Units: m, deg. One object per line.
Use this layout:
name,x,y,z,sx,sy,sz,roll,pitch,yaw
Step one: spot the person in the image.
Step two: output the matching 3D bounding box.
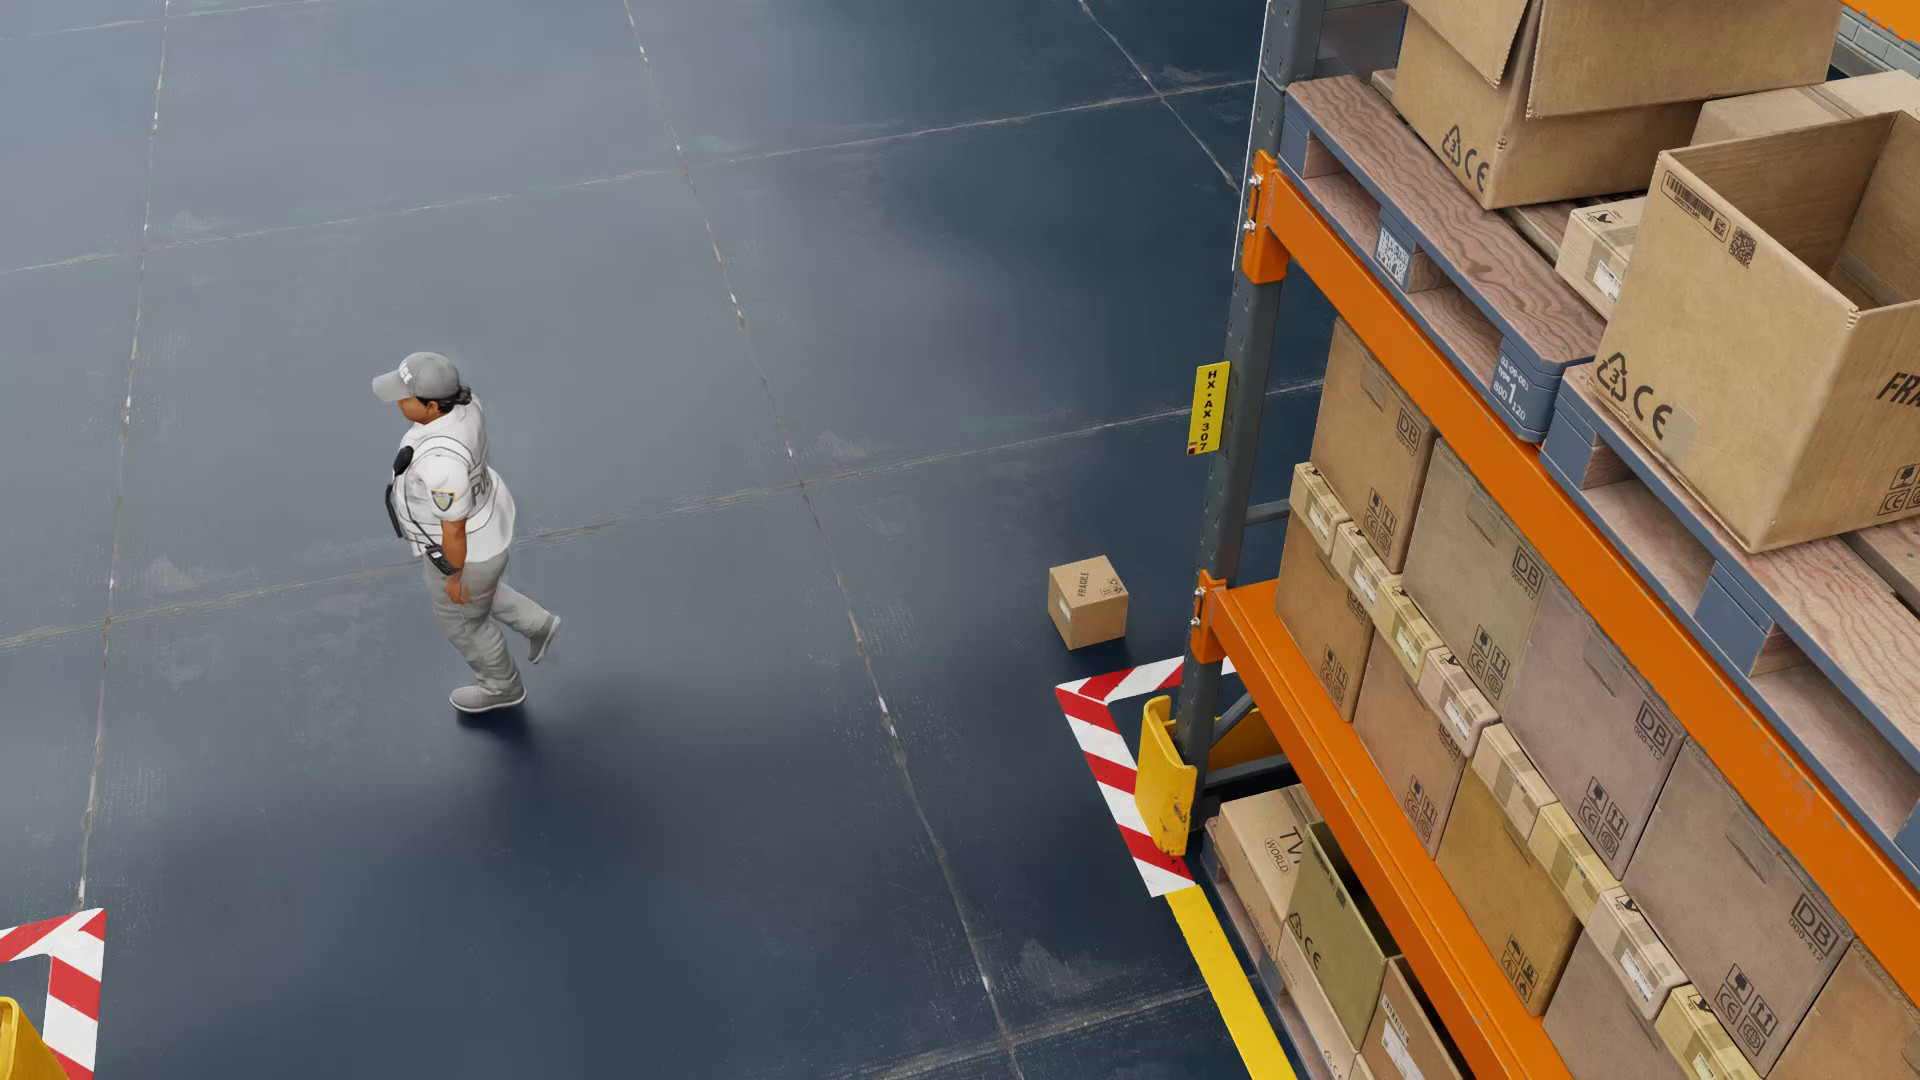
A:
person,-1.815,-0.009,6.127,0.482,1.656,0.496,-3,43,-4
